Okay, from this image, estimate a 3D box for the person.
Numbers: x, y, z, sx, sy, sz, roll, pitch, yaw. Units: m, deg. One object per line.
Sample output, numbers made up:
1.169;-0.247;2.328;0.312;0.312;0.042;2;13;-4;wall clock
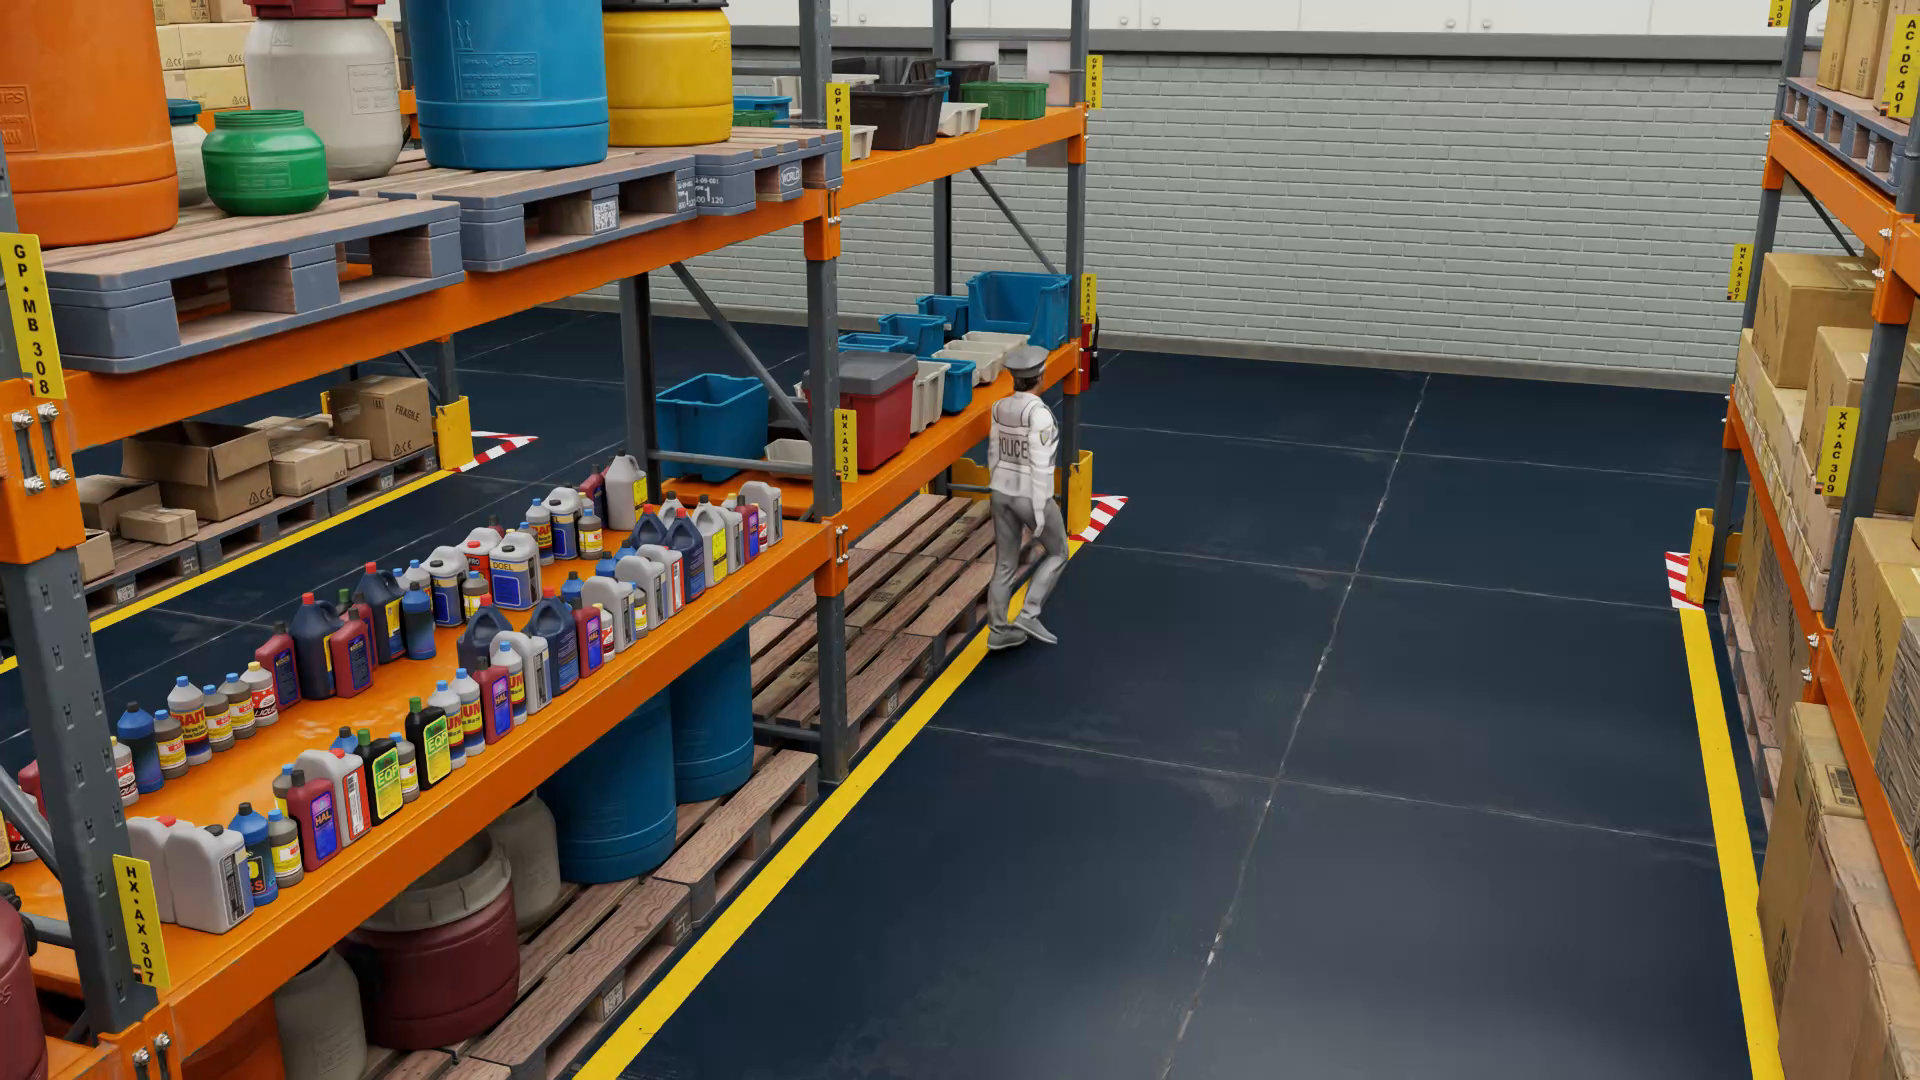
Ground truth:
0.326;-0.220;9.131;0.509;1.662;0.483;18;26;42;person
